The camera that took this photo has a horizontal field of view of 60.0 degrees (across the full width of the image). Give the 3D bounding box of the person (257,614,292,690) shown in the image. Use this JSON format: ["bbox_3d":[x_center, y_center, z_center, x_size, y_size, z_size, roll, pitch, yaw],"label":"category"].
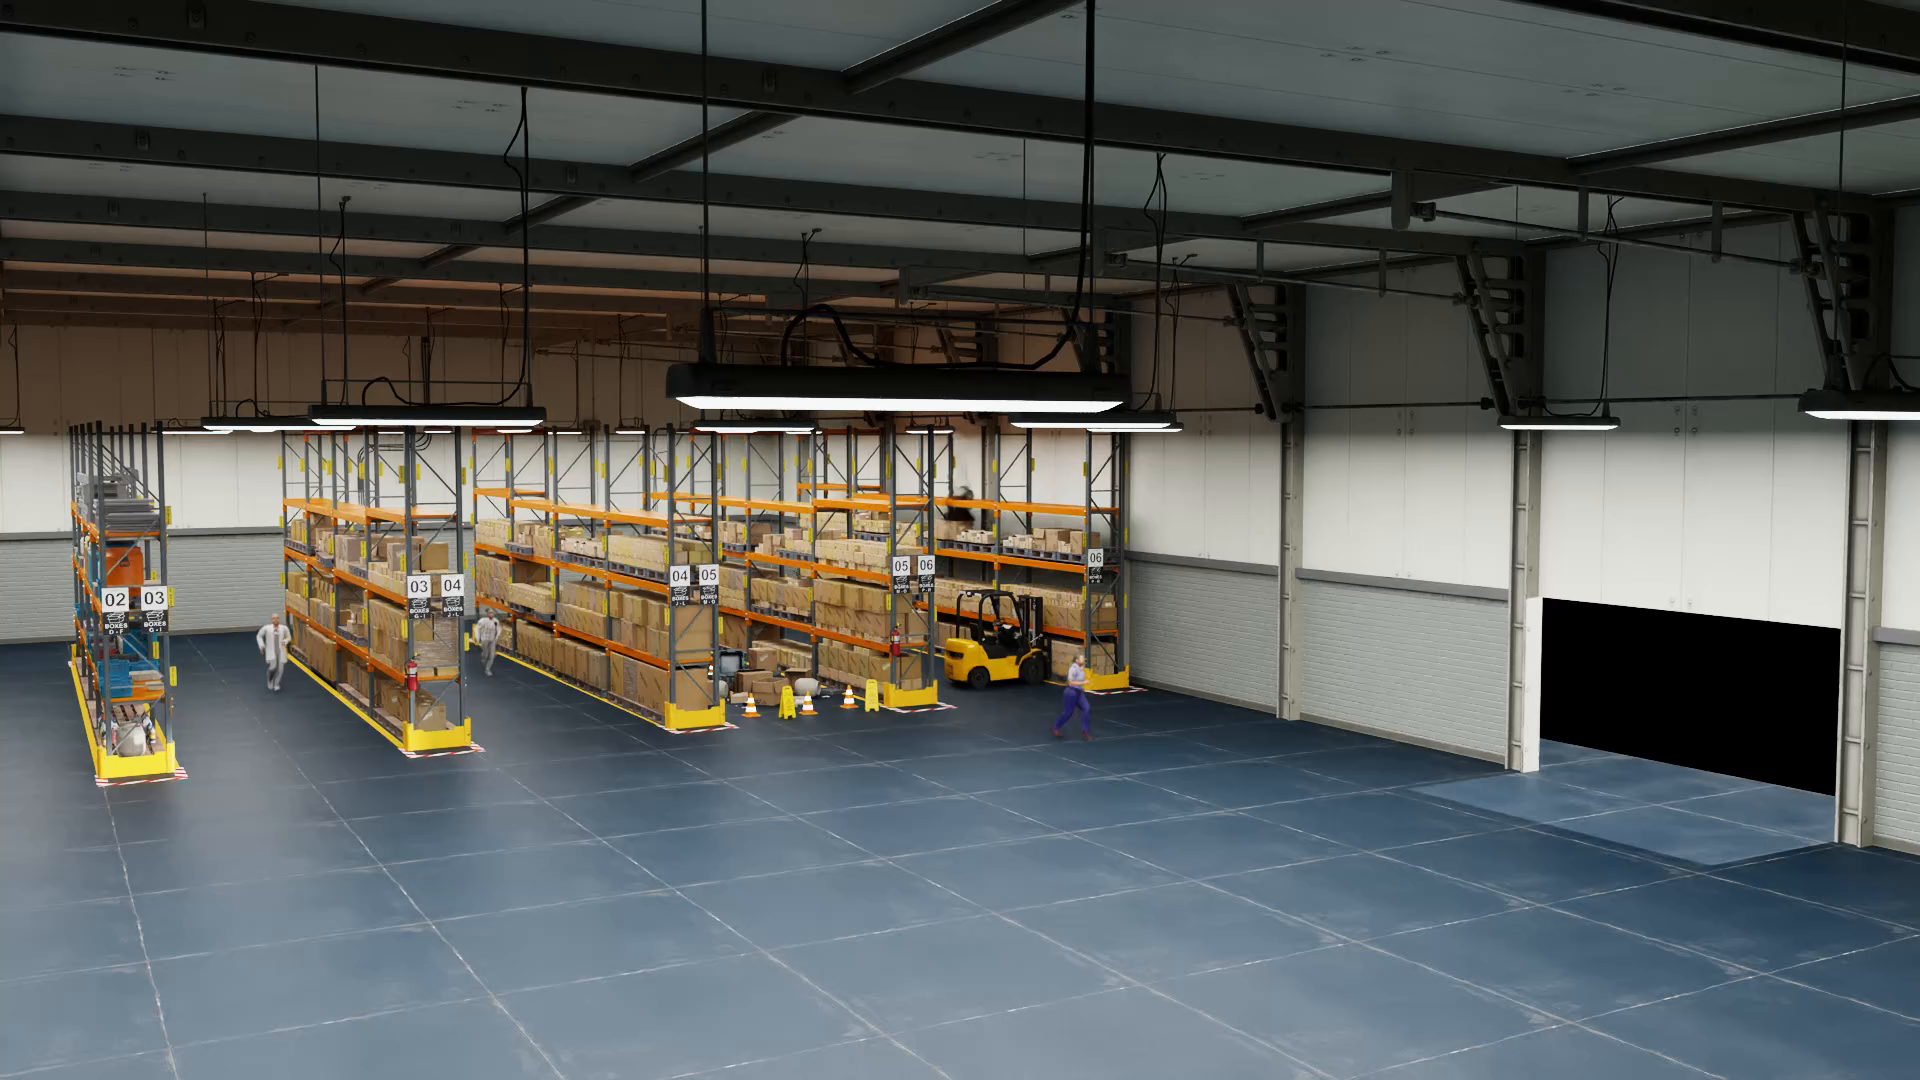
[{"bbox_3d":[-15.394,2.531,37.425,0.704,1.734,0.653,-2,4,-34],"label":"person"}]

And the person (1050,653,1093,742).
[{"bbox_3d":[2.114,2.971,31.462,0.868,1.694,0.627,2,4,25],"label":"person"}]

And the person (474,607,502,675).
[{"bbox_3d":[-11.428,2.438,40.259,0.646,1.656,0.669,-2,4,-30],"label":"person"}]

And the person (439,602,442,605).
[{"bbox_3d":[-13.547,2.089,44.318,0.677,1.789,0.888,-2,4,-23],"label":"person"}]
